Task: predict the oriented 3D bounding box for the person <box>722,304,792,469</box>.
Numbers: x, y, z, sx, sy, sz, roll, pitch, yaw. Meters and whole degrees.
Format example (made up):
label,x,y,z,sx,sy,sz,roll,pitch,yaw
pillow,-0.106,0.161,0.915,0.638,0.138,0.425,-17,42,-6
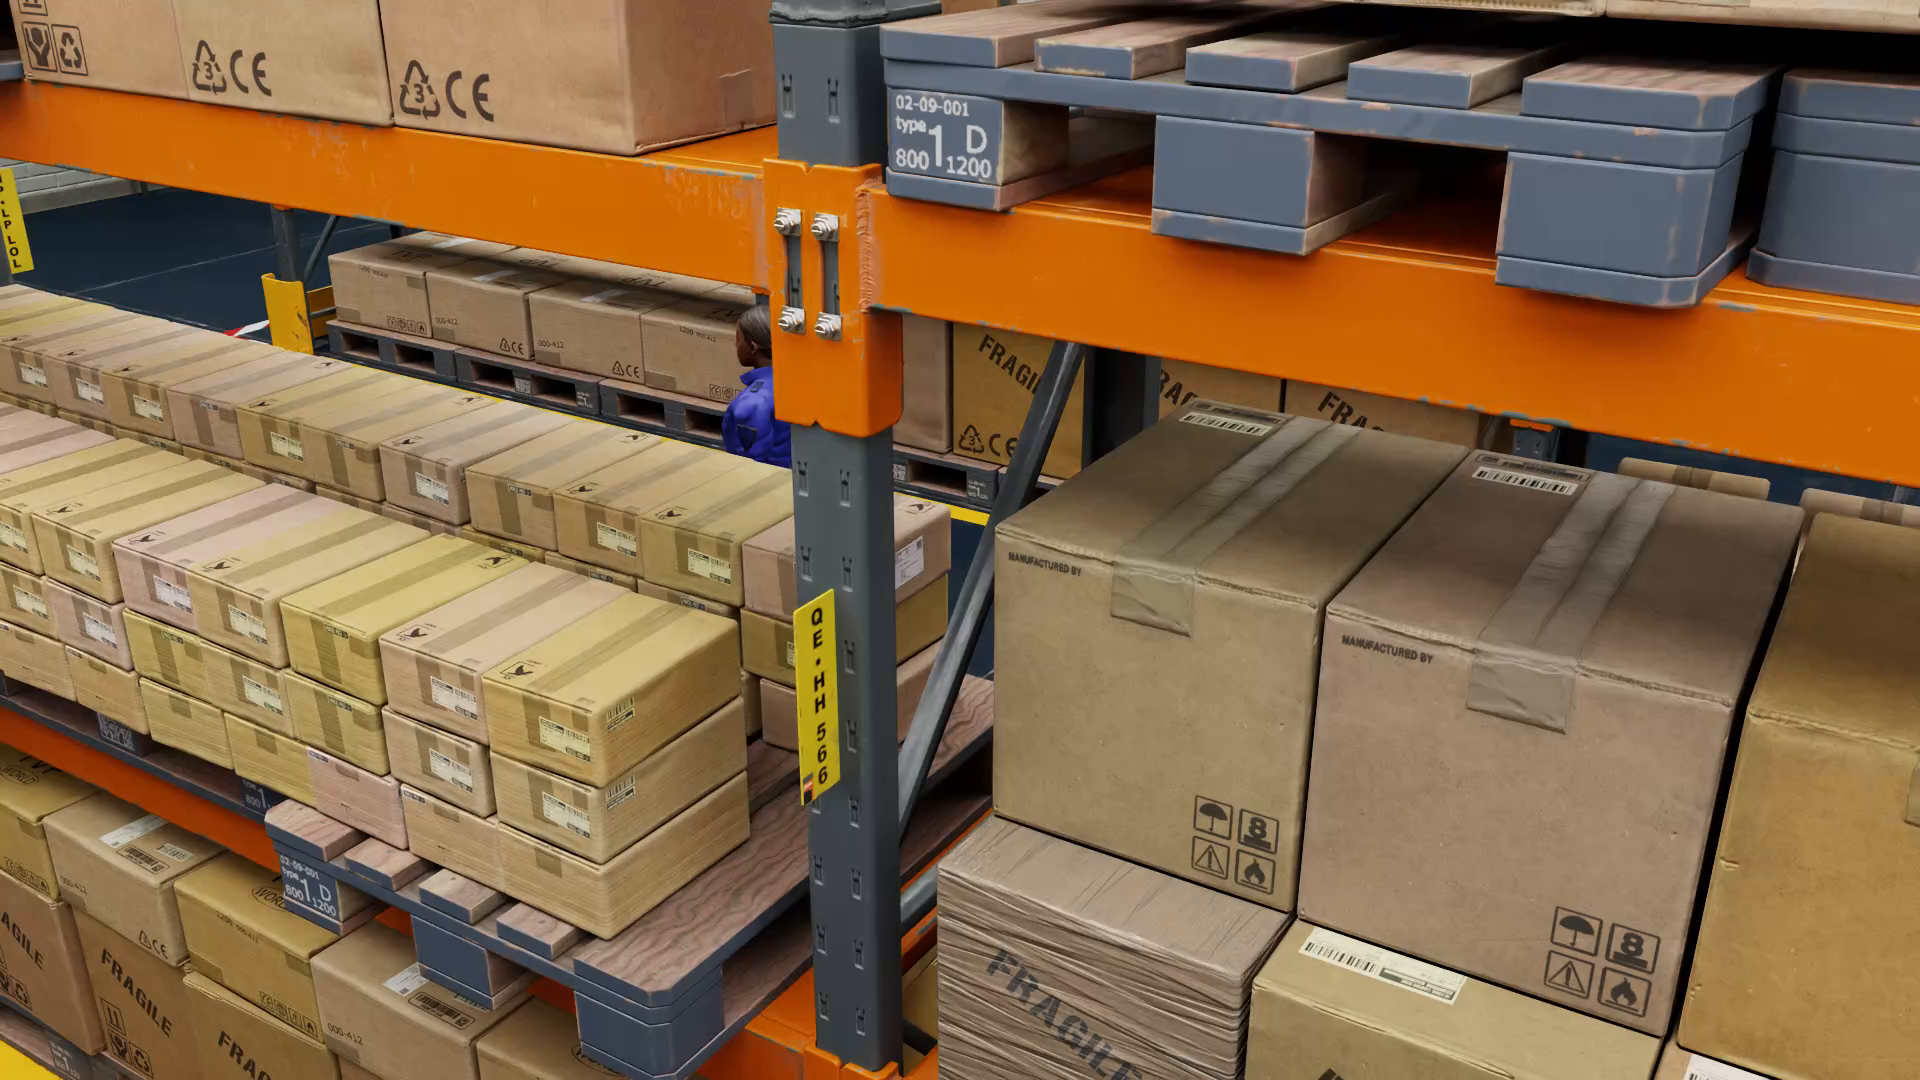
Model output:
label,x,y,z,sx,sy,sz,roll,pitch,yaw
person,-0.776,-0.082,6.299,0.552,1.669,0.460,9,25,20
